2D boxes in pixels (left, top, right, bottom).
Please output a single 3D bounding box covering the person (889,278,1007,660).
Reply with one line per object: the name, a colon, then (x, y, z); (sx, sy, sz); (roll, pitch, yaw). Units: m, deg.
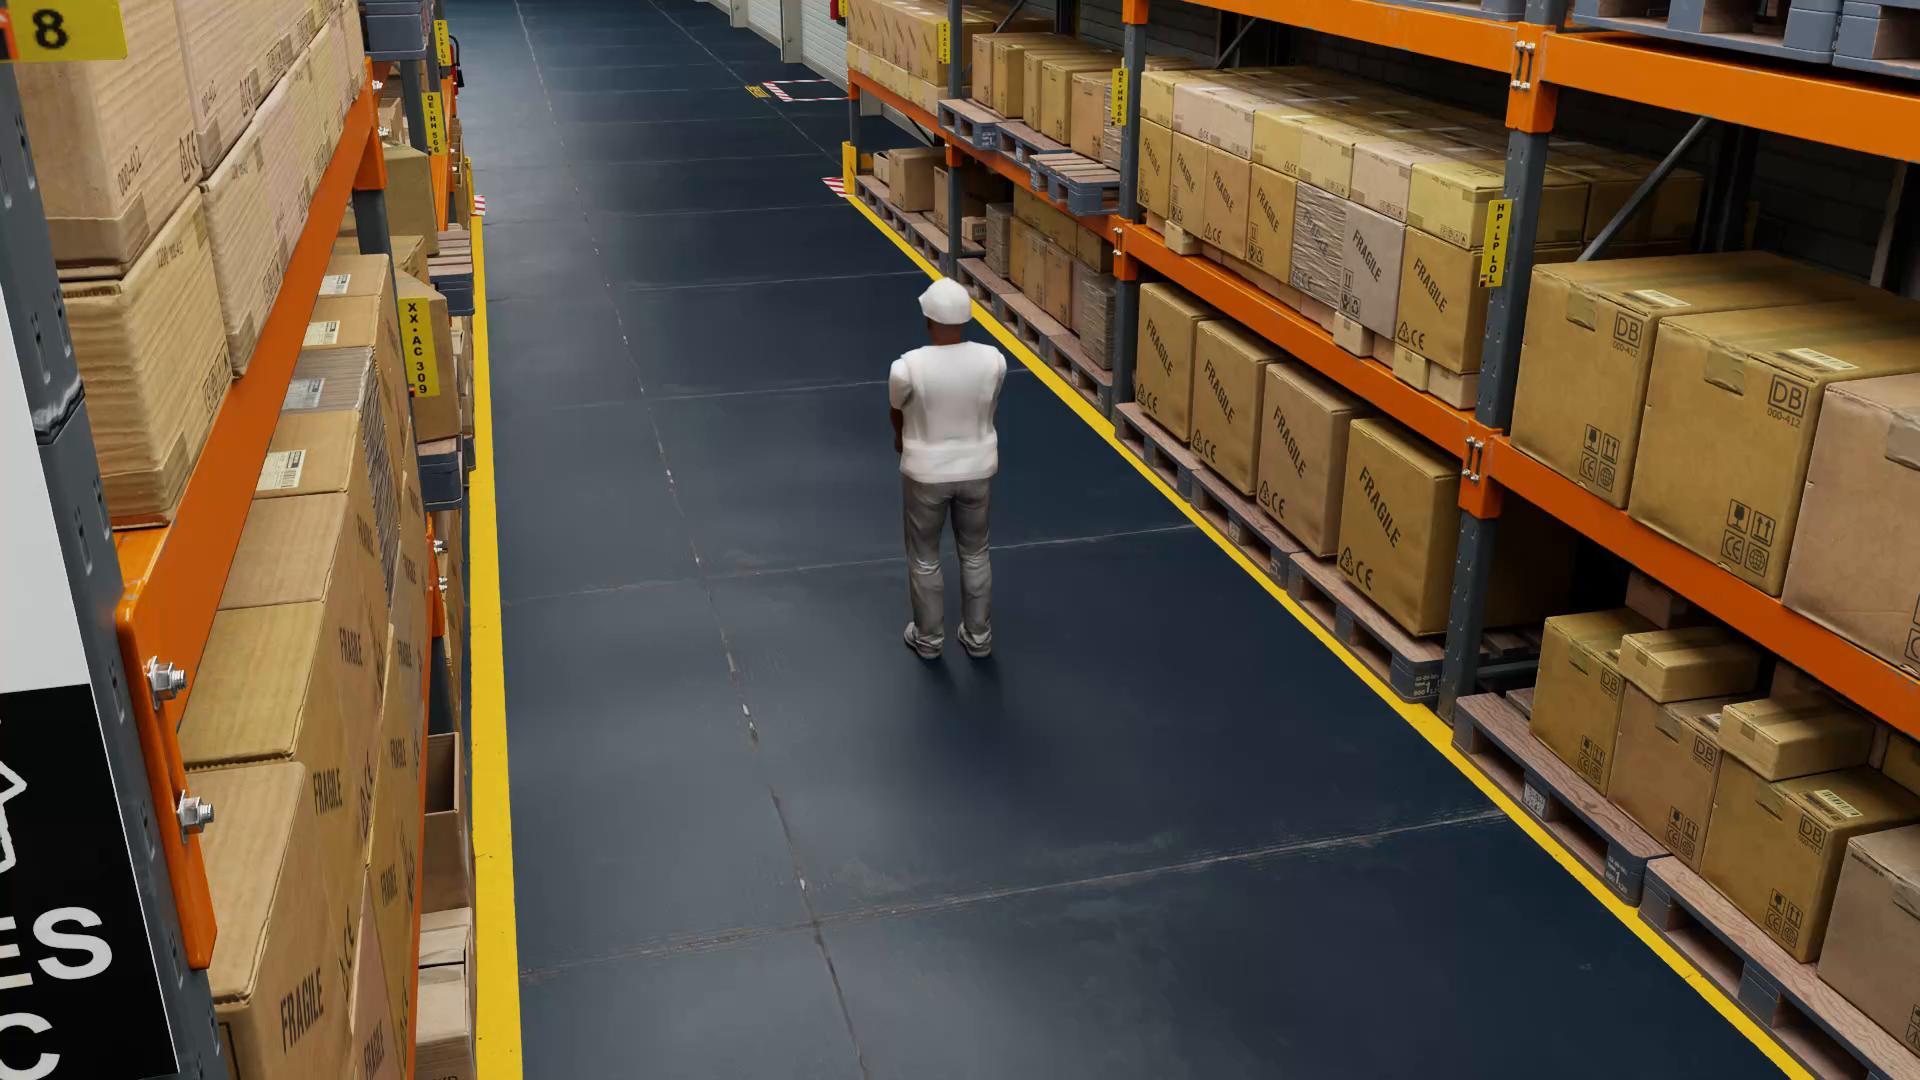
person: (-0.086, -0.327, 7.351); (0.502, 1.761, 0.577); (-6, 24, -14)
